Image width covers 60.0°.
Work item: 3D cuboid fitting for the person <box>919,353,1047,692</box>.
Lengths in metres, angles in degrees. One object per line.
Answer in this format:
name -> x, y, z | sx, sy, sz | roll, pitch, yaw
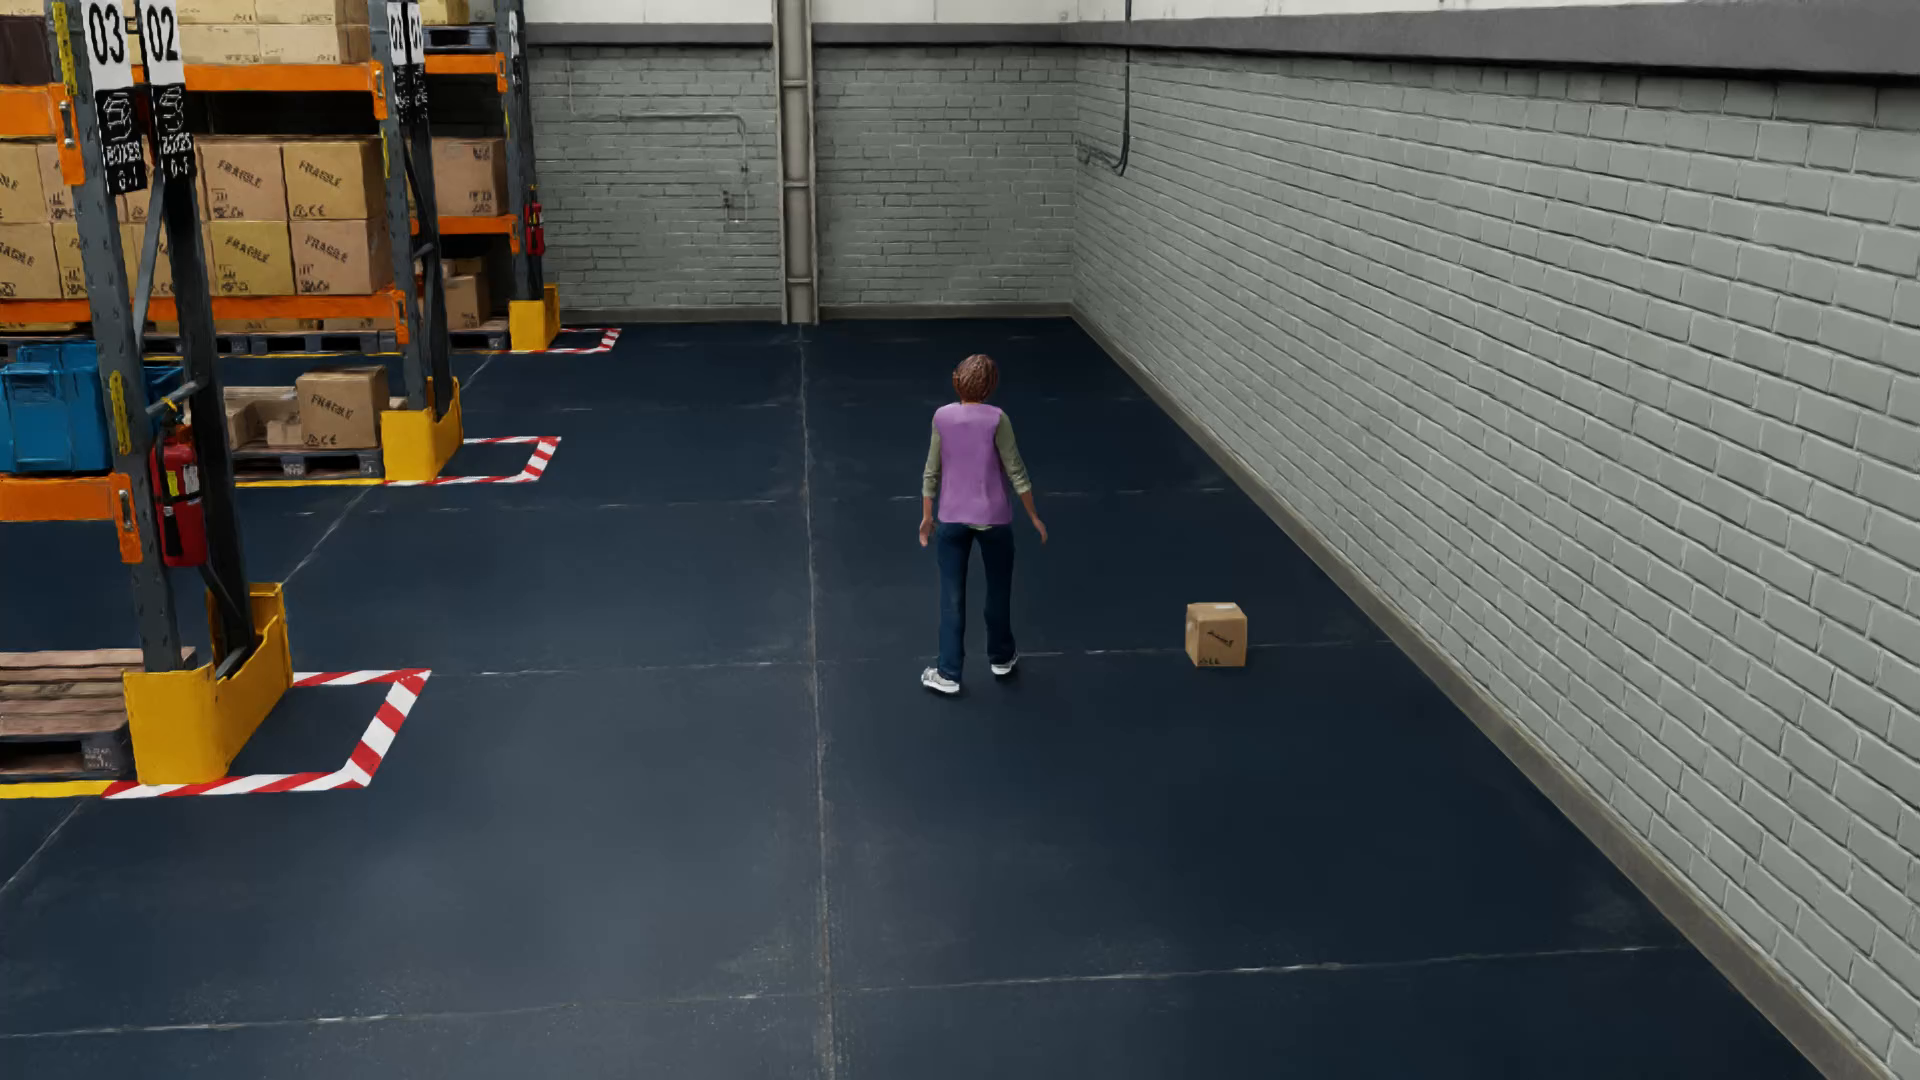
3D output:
person -> 0.114, -0.097, 7.813 | 0.604, 1.591, 0.572 | 3, 17, 10
